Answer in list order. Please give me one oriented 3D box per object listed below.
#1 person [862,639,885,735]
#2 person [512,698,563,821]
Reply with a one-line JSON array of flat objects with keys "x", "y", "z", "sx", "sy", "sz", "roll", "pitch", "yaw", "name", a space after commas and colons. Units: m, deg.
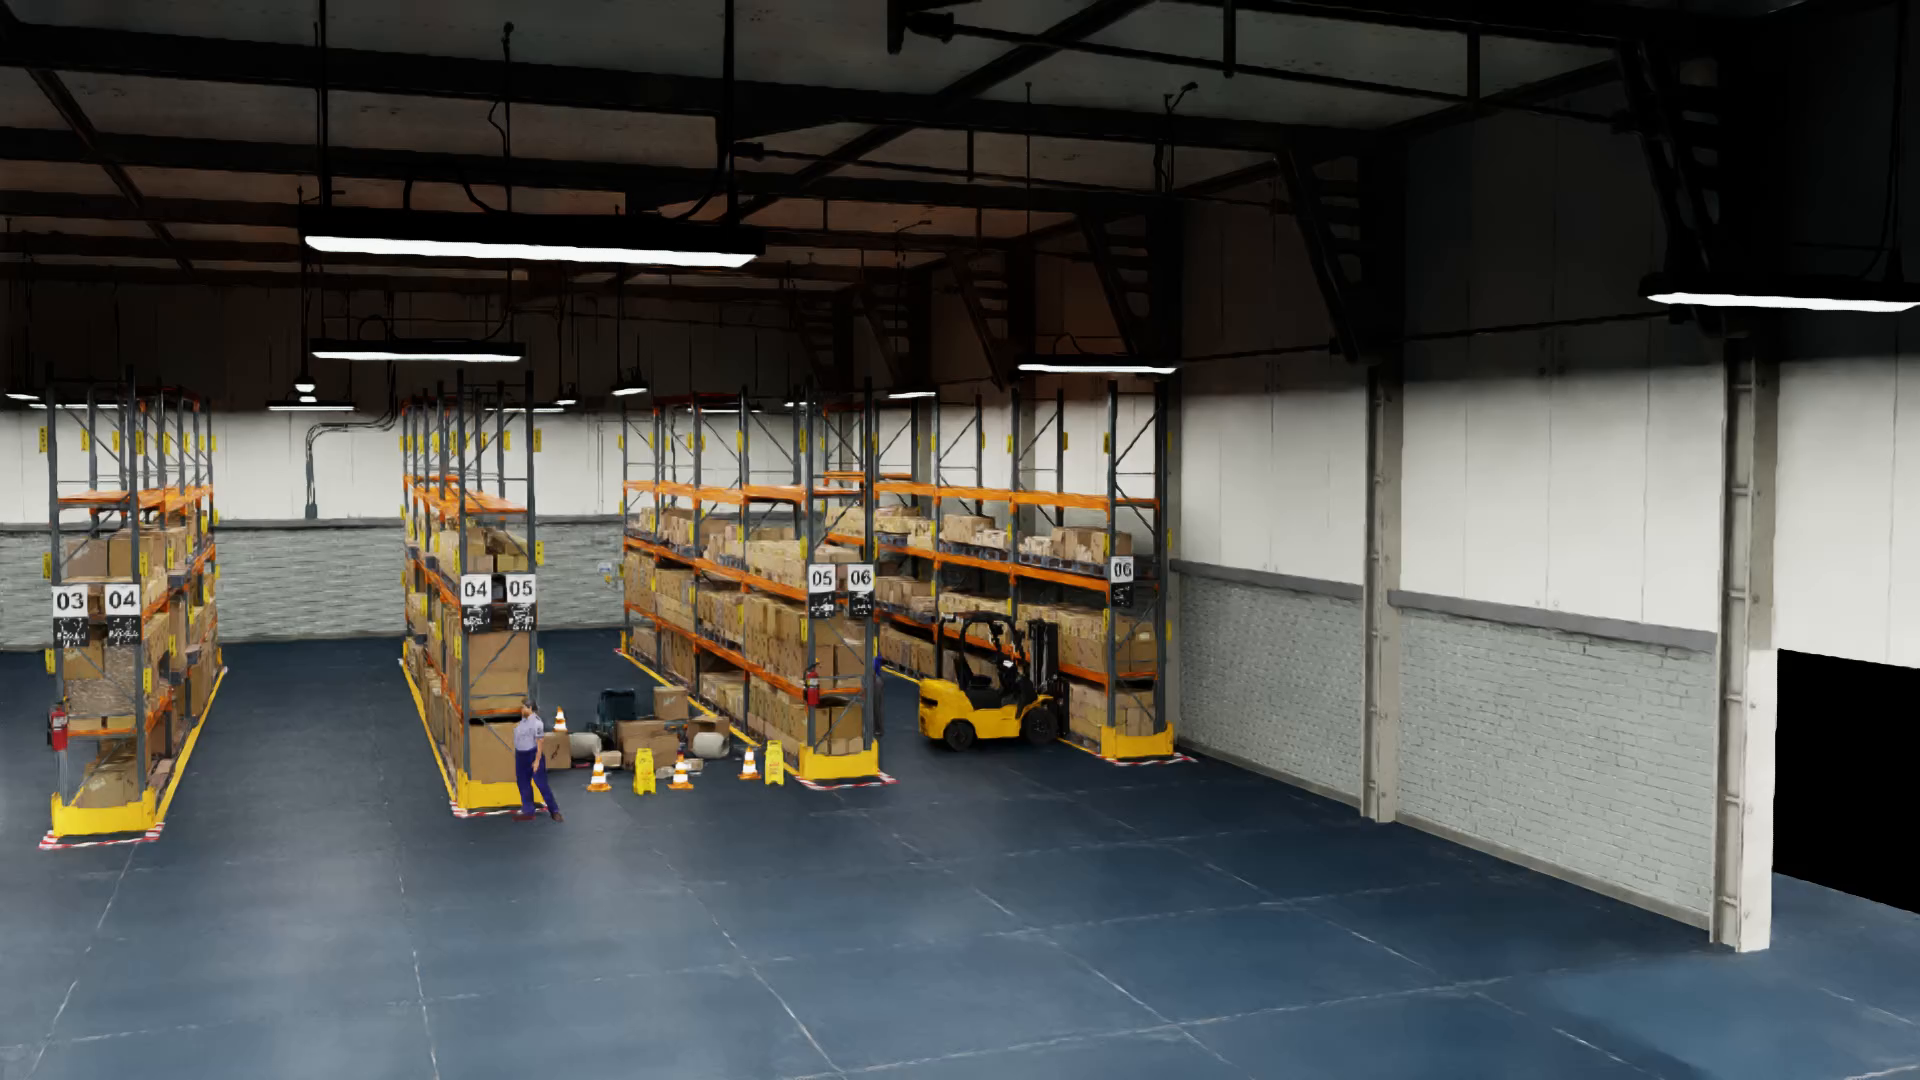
[{"x": -1.503, "y": 2.499, "z": 28.579, "sx": 0.464, "sy": 1.650, "sz": 0.498, "roll": 1, "pitch": 3, "yaw": 10, "name": "person"}, {"x": -5.594, "y": 2.904, "z": 22.017, "sx": 0.685, "sy": 1.643, "sz": 0.480, "roll": 3, "pitch": 4, "yaw": 40, "name": "person"}]
